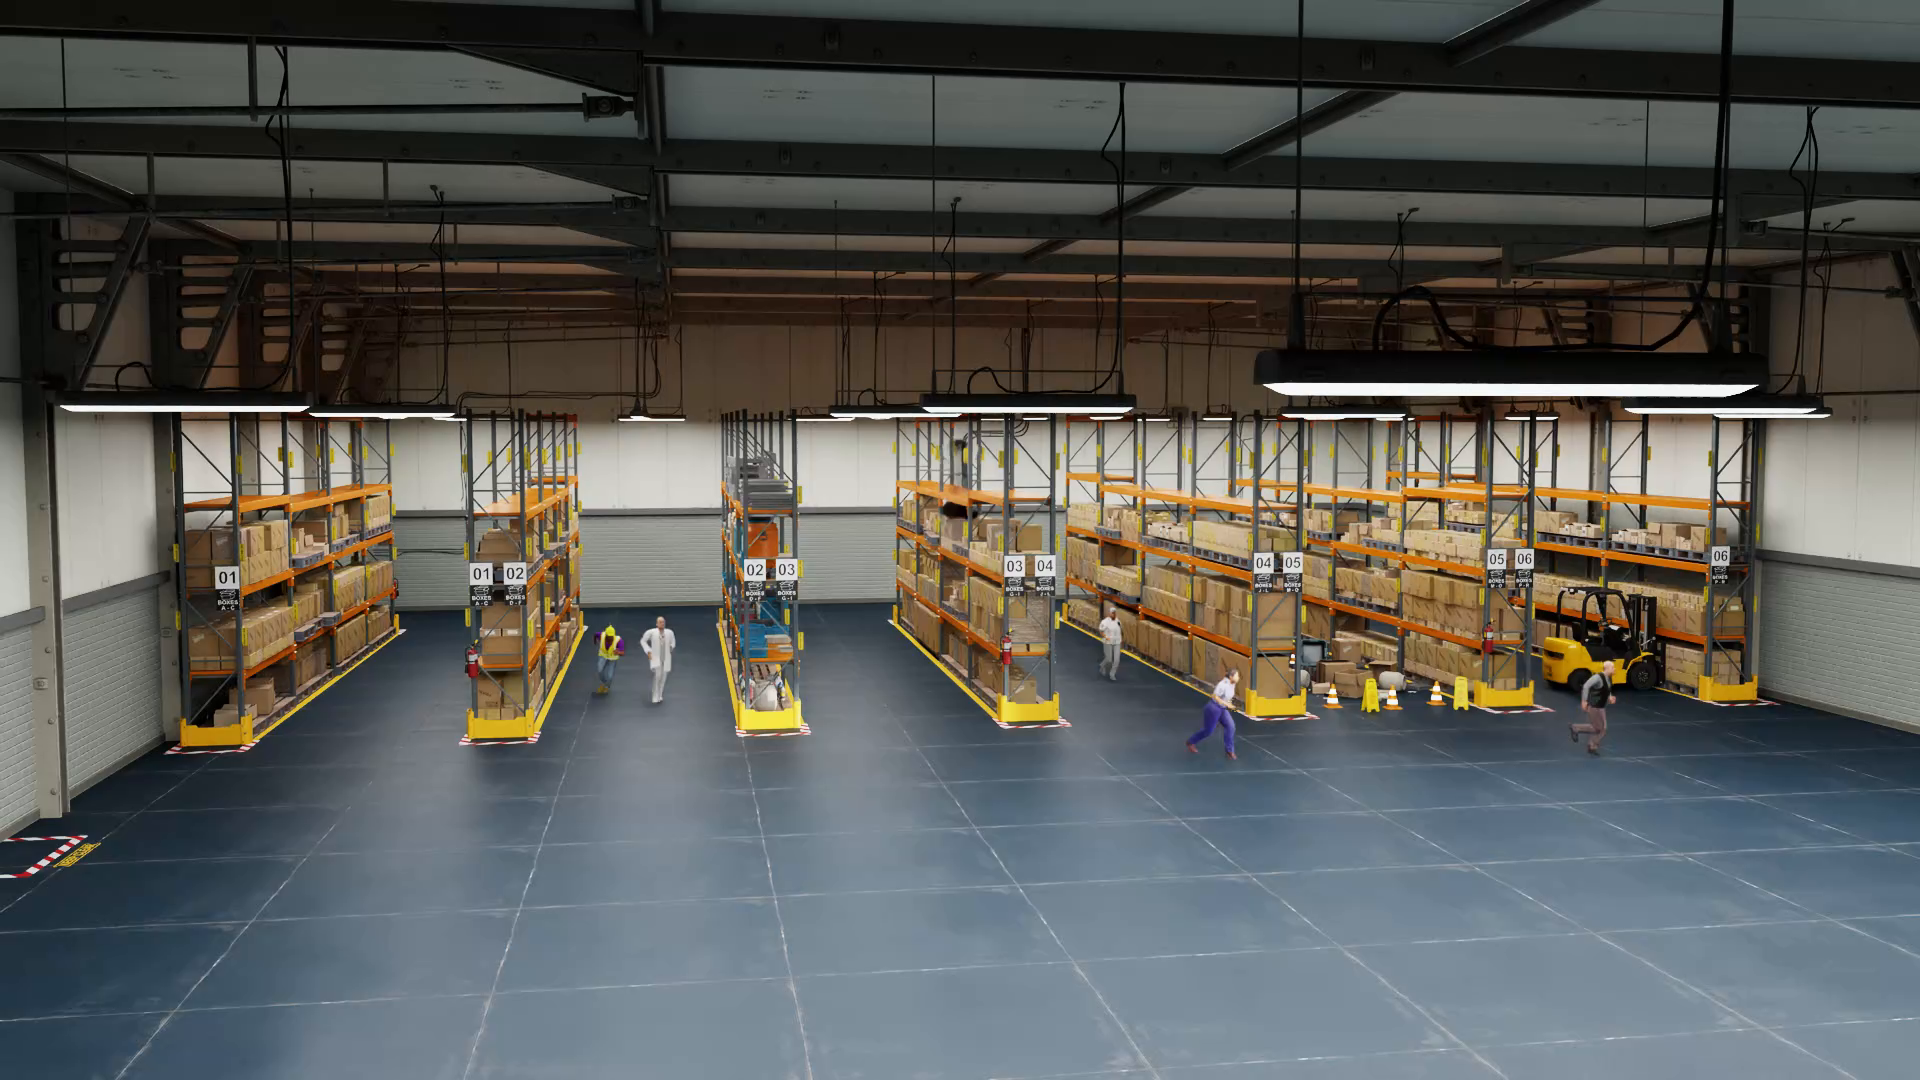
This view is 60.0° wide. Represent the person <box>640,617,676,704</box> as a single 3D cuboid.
[{"bbox_3d":[-6.139,2.471,34.081,0.680,1.784,0.753,-2,5,-28],"label":"person"}]

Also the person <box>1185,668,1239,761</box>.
[{"bbox_3d":[4.335,2.976,28.528,0.974,1.612,0.646,2,5,28],"label":"person"}]

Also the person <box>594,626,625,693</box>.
[{"bbox_3d":[-7.408,2.516,35.085,0.693,1.478,1.064,-1,4,-7],"label":"person"}]

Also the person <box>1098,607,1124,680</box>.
[{"bbox_3d":[3.396,2.315,37.270,0.595,1.622,0.560,-1,4,-18],"label":"person"}]

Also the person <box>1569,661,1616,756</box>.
[{"bbox_3d":[10.999,2.905,28.872,0.750,1.660,0.653,4,5,41],"label":"person"}]
